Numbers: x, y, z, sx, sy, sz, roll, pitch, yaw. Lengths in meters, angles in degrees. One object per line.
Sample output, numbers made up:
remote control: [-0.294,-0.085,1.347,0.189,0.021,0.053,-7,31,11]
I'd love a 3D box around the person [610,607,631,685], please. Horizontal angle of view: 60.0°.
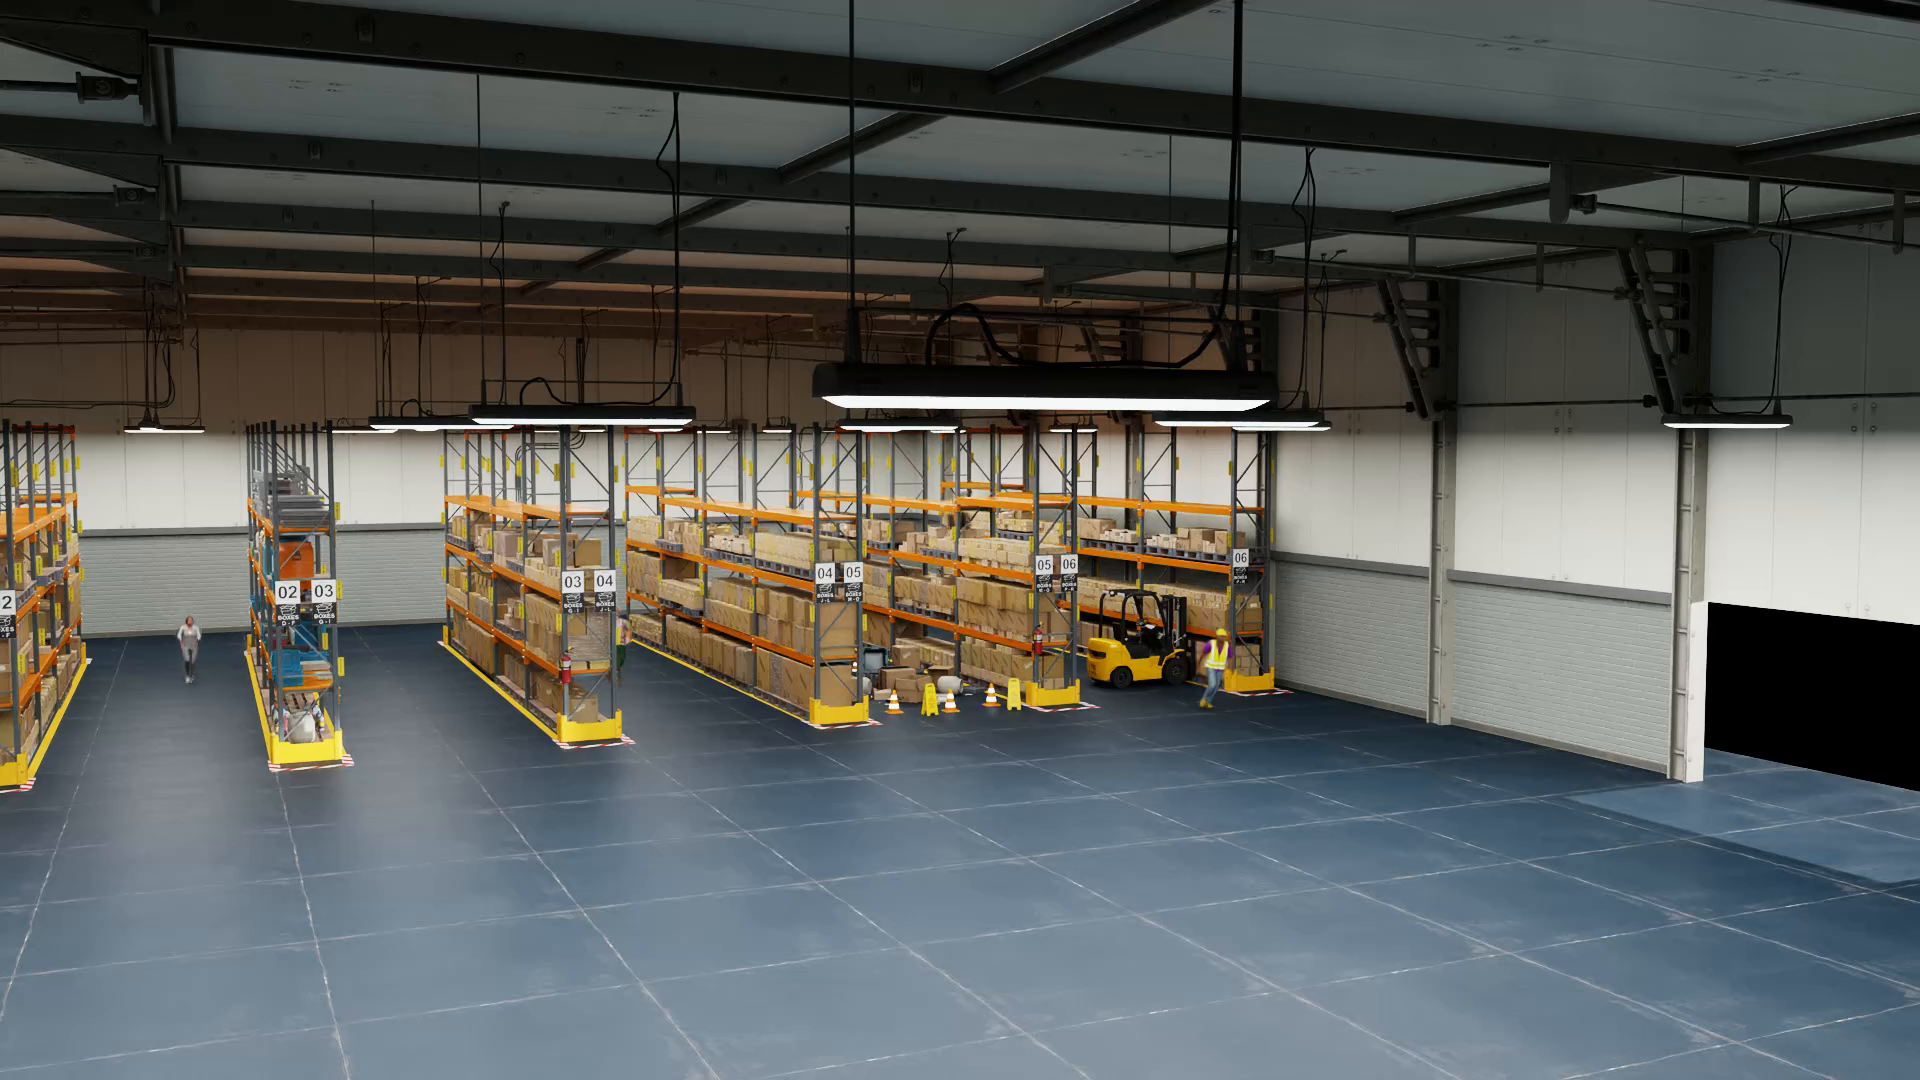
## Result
person: [-7.957,2.437,38.550,0.662,1.791,0.779,-1,4,-18]

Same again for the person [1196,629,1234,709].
person: [5.361,2.688,34.769,0.668,1.704,0.715,-1,4,-18]

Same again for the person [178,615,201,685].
person: [-17.787,2.587,38.419,0.458,1.505,0.788,-2,4,-32]
